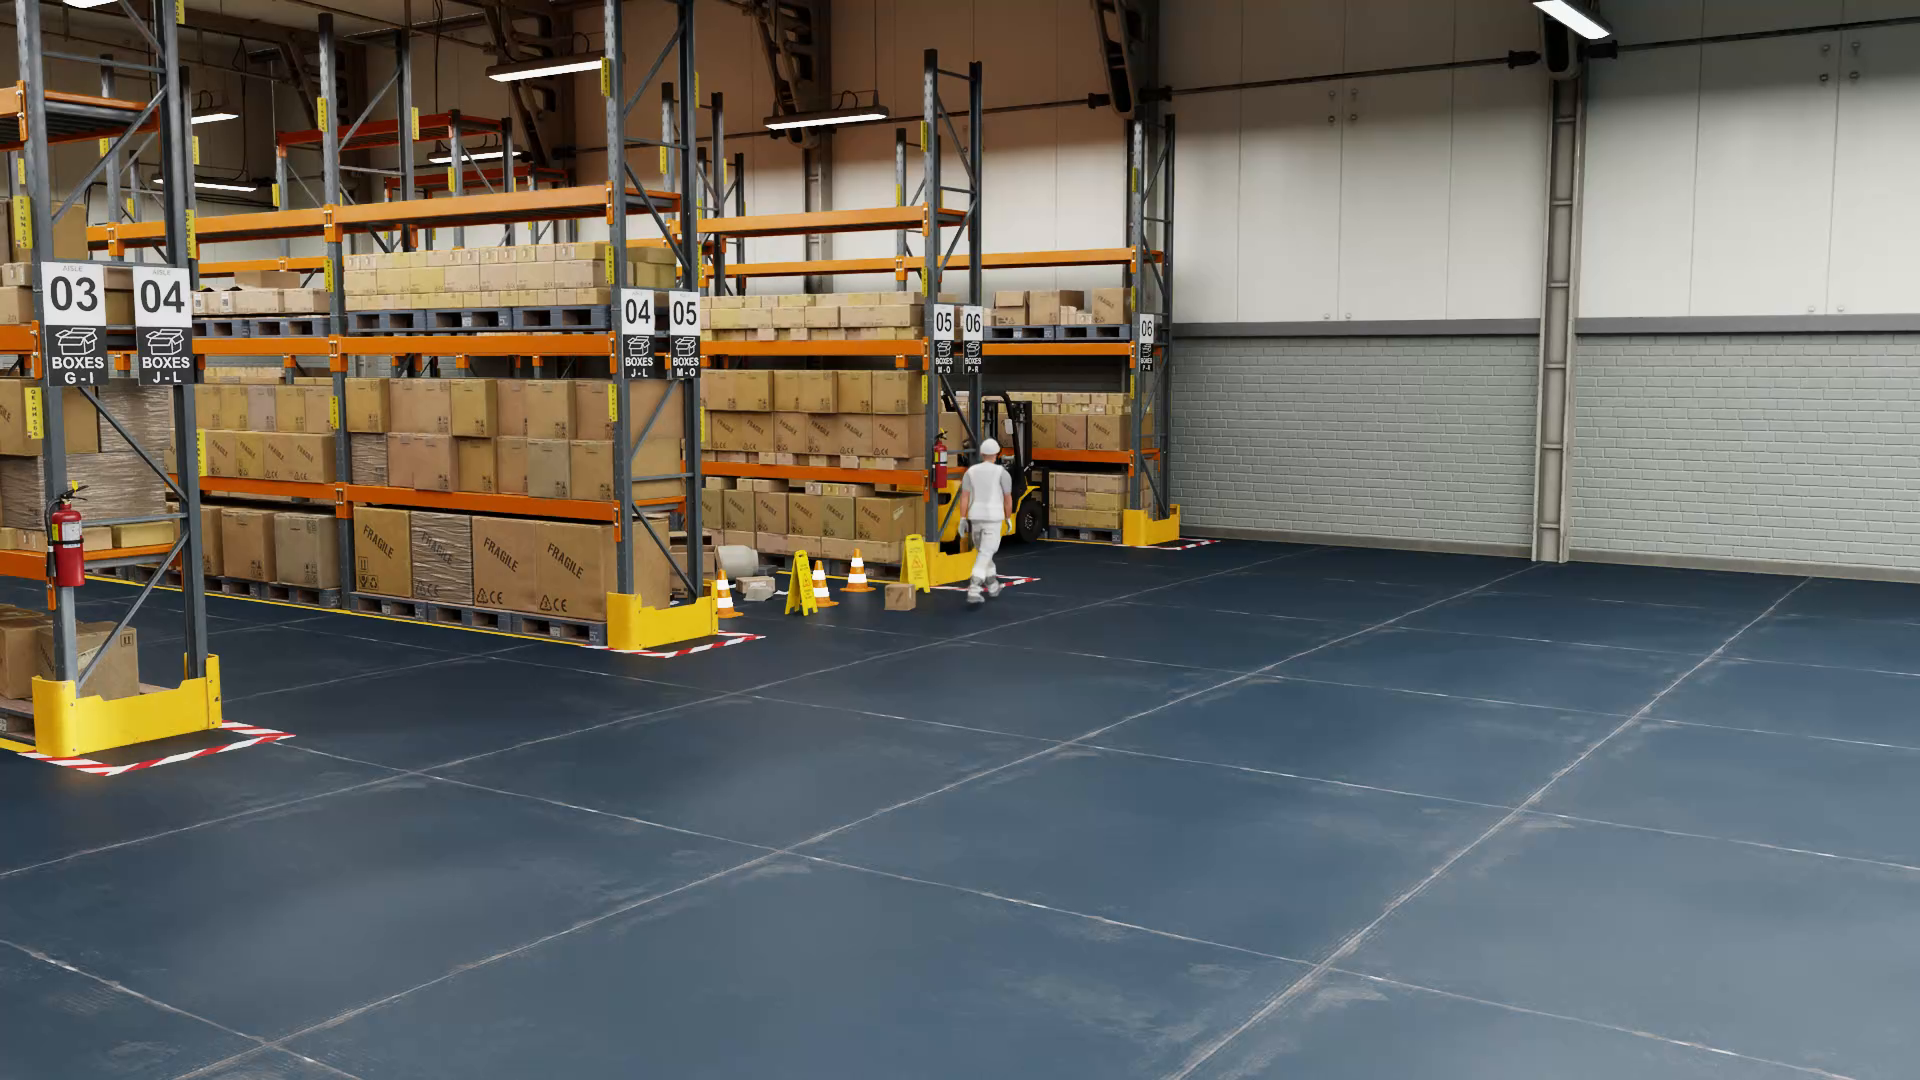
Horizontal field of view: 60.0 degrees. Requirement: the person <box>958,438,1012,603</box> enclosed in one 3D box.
[{"bbox_3d":[0.307,-0.213,17.602,0.527,1.727,1.095,3,7,26],"label":"person"}]
